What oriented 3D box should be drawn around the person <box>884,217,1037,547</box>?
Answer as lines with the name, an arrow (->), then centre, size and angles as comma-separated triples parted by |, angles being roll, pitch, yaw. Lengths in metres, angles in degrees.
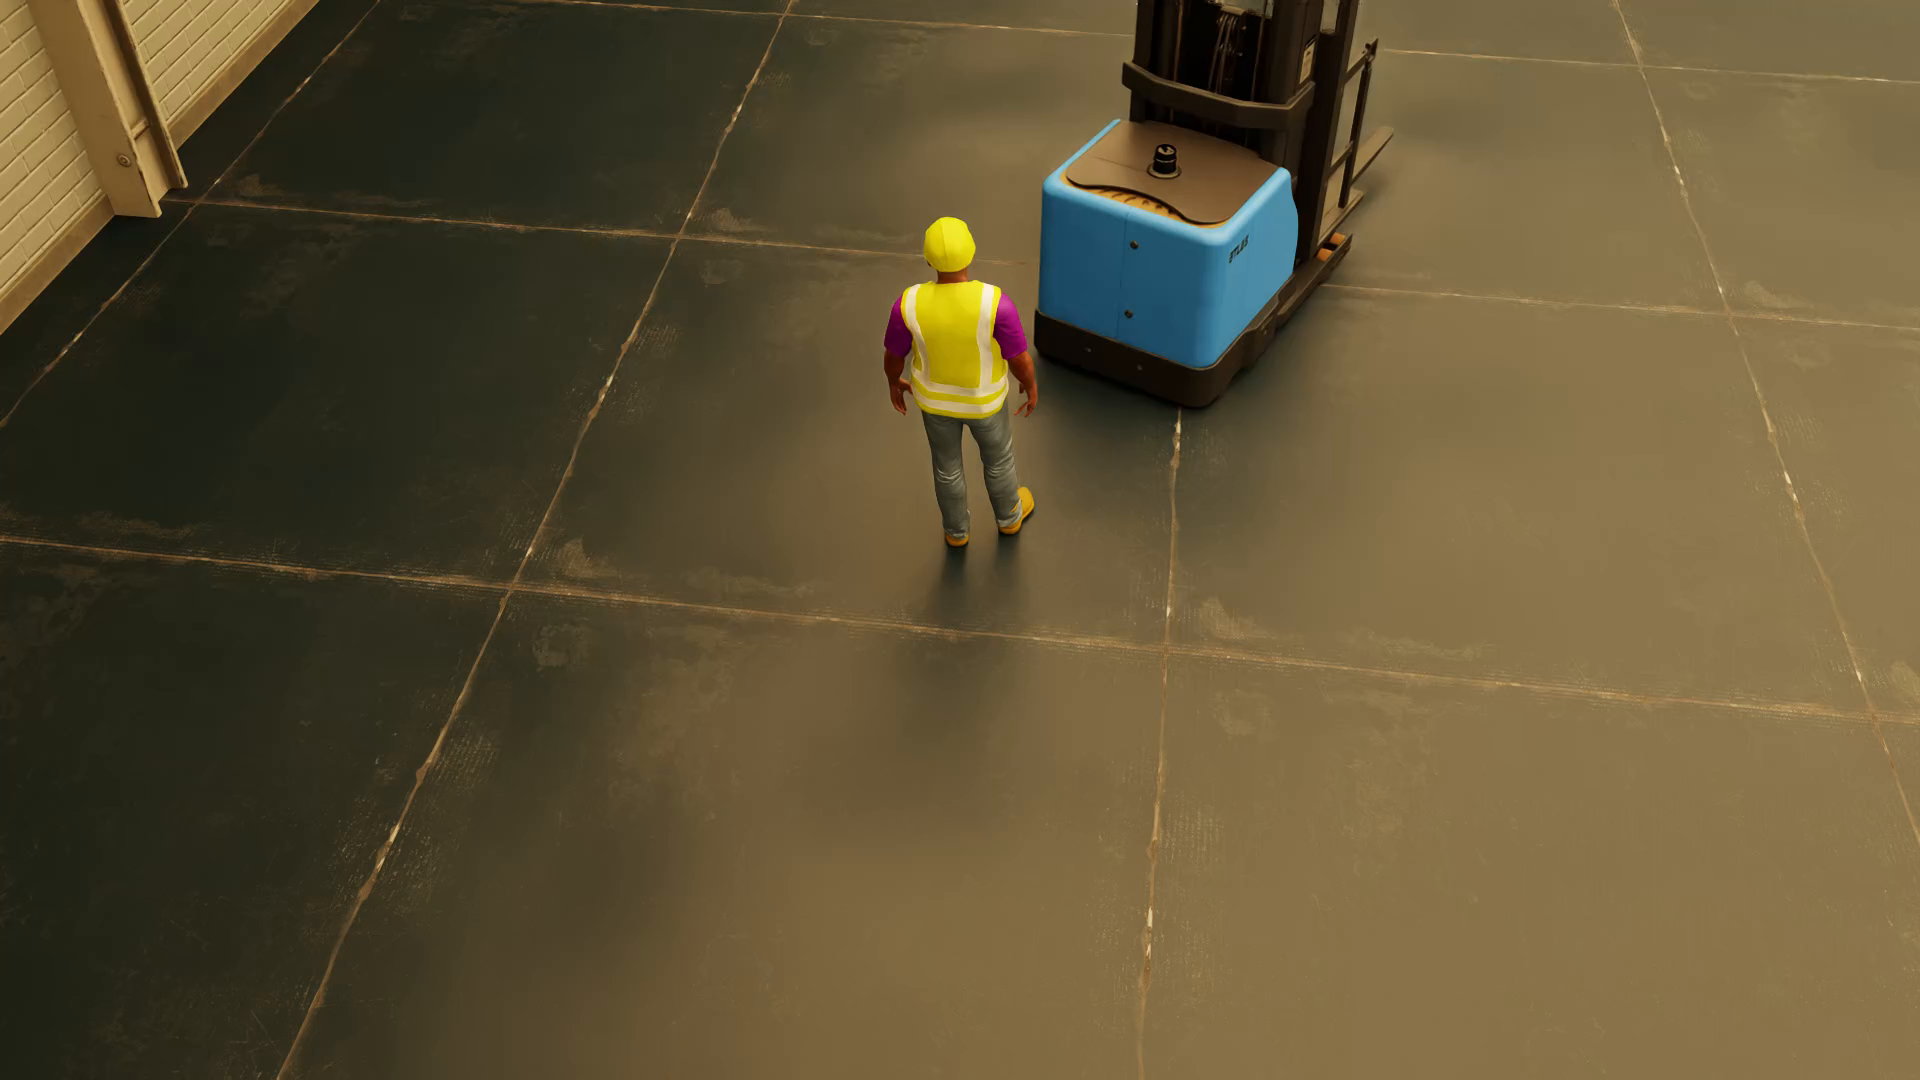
person -> 0.015, -0.702, 7.338 | 0.665, 1.765, 0.577 | 5, 43, 6

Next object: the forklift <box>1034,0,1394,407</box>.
forklift -> 1.610, -2.734, 8.701 | 1.130, 2.935, 3.031 | 23, 47, 23
